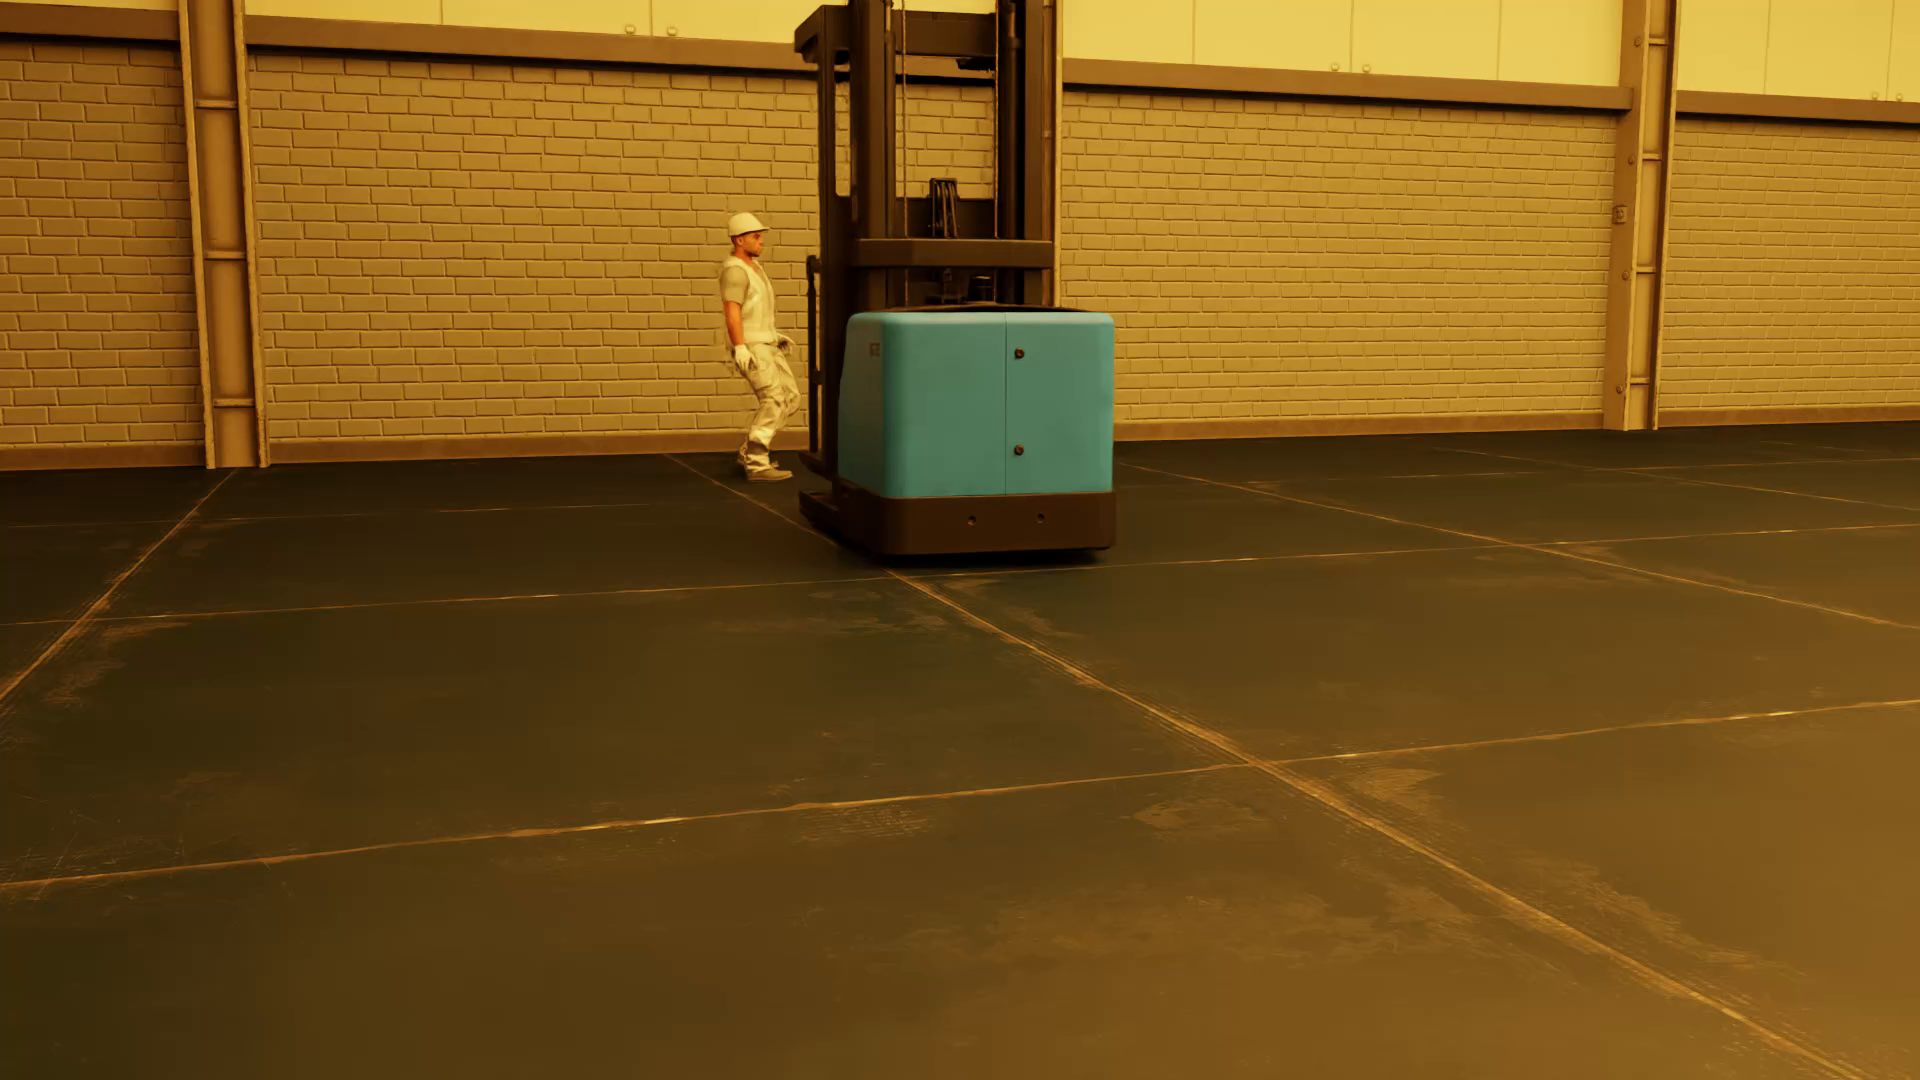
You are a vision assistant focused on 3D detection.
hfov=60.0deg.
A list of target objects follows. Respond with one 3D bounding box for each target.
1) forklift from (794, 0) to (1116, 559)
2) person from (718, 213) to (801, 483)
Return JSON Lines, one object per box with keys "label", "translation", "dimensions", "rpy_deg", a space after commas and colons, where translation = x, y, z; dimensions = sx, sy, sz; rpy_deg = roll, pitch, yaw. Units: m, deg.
{"label": "forklift", "translation": [-0.208, -1.530, 8.294], "dimensions": [1.130, 2.935, 3.031], "rpy_deg": [-2, 8, -15]}
{"label": "person", "translation": [-1.289, -1.244, 10.750], "dimensions": [0.507, 1.717, 0.813], "rpy_deg": [1, 8, 10]}
